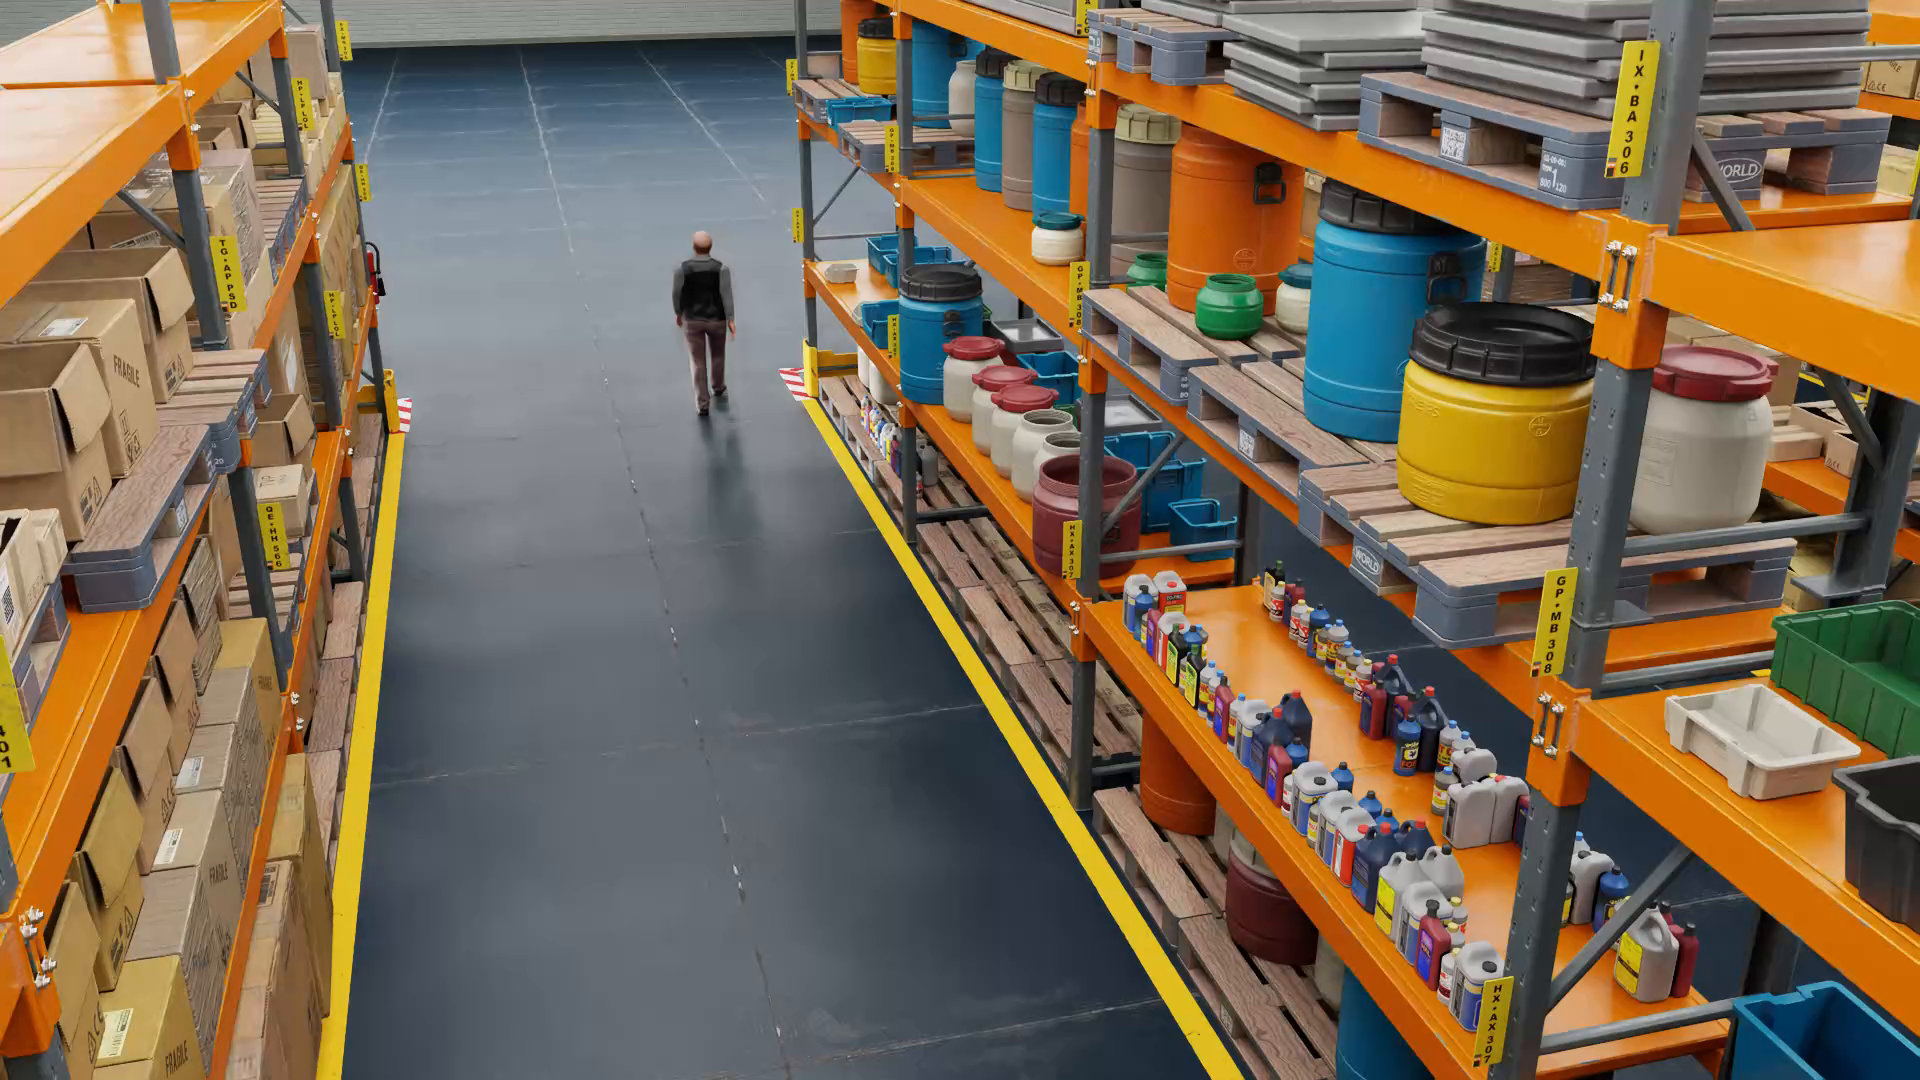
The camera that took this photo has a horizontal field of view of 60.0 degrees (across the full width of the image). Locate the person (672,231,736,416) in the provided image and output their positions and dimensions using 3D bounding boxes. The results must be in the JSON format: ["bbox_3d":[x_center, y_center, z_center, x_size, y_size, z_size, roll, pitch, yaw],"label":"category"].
[{"bbox_3d":[-2.415,-2.085,15.645,0.554,1.676,0.970,-5,23,-13],"label":"person"}]
